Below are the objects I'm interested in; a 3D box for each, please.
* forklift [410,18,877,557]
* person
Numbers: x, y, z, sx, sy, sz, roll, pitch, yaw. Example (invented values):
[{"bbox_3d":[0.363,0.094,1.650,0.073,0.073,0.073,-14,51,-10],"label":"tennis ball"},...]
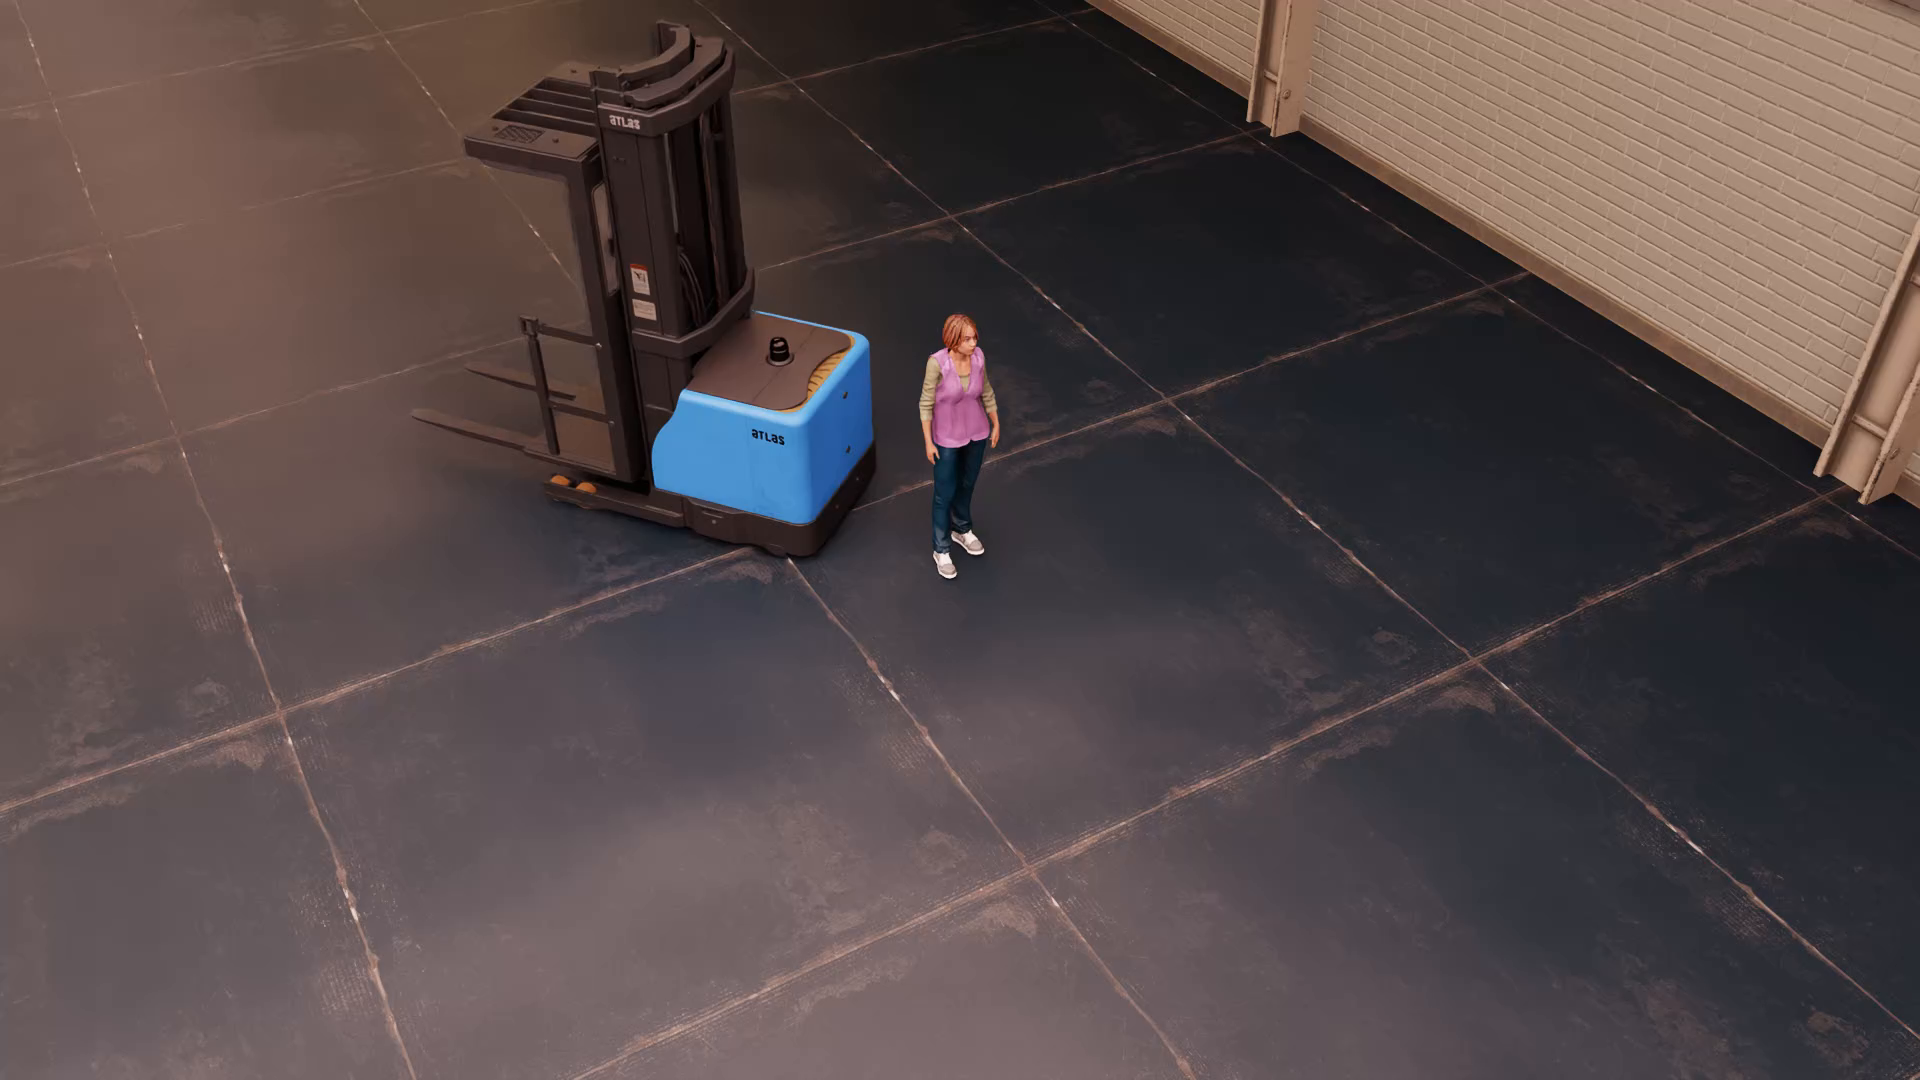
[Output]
[{"bbox_3d":[-2.109,-1.624,9.994,3.031,2.935,1.130,14,42,17],"label":"forklift"},{"bbox_3d":[0.028,-0.568,9.759,0.515,1.600,0.466,-20,44,-22],"label":"person"}]
